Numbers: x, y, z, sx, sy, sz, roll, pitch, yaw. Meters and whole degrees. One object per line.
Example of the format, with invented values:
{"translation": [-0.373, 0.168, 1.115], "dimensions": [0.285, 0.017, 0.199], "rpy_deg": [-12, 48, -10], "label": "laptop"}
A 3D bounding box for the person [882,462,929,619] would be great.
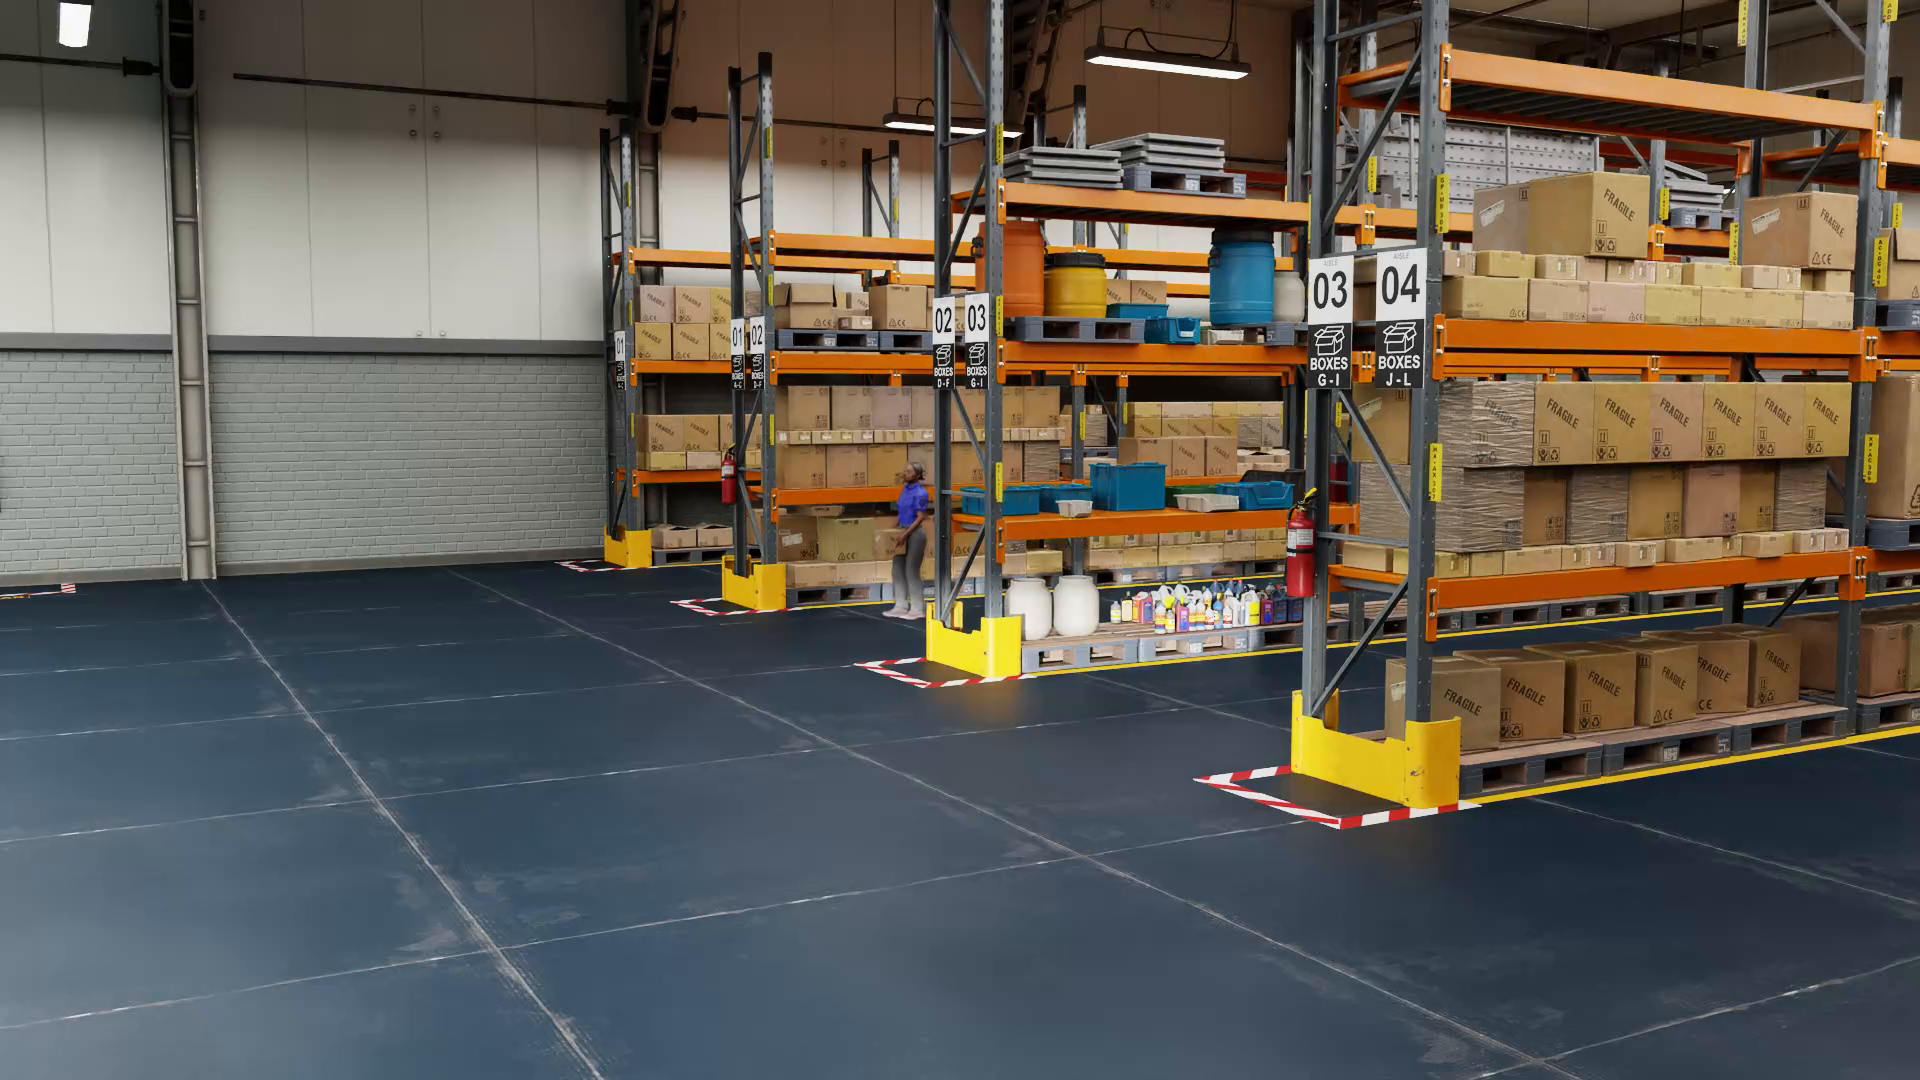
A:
{"translation": [-0.568, 0.005, 17.518], "dimensions": [0.414, 1.655, 0.535], "rpy_deg": [-3, 6, -29], "label": "person"}
